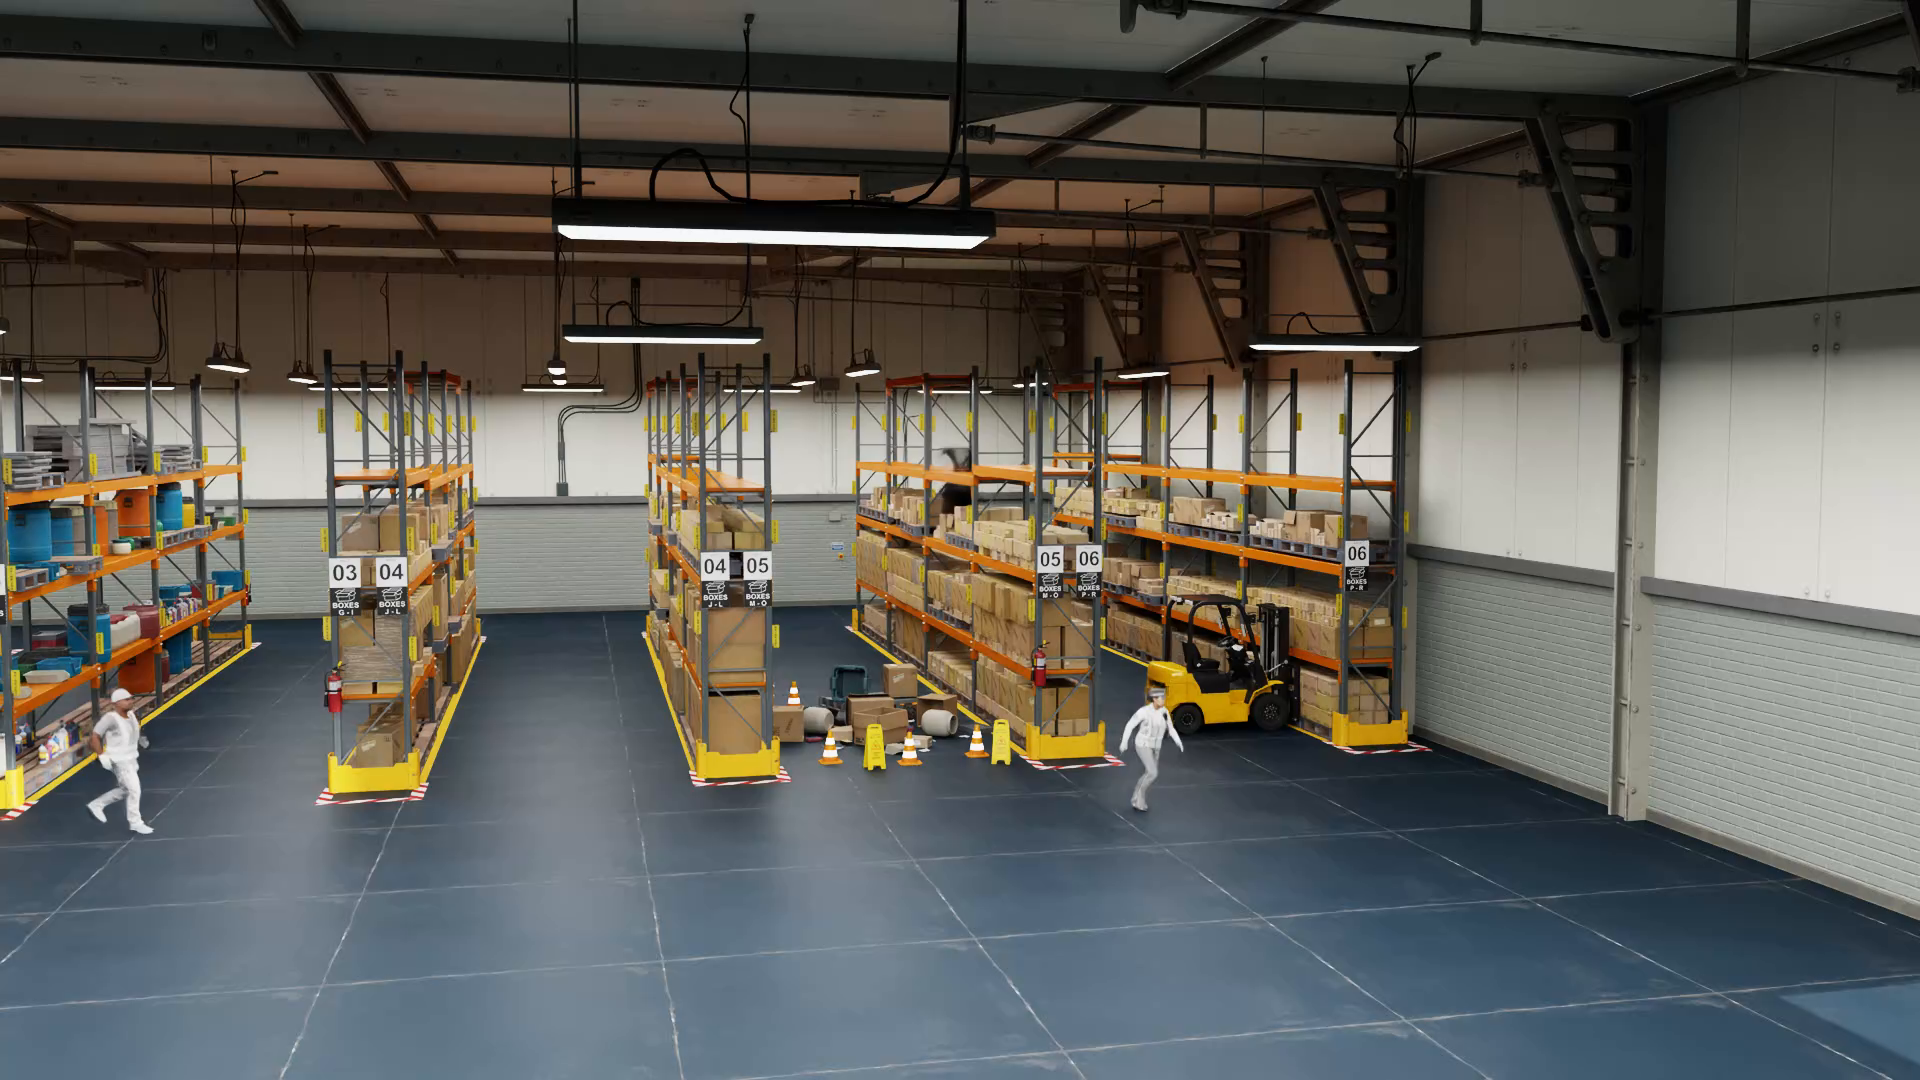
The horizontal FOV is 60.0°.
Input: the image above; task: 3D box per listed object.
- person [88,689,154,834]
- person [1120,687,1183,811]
[{"bbox_3d":[-10.325,2.711,20.422,0.845,1.777,0.727,0,4,2],"label":"person"},{"bbox_3d":[2.463,2.687,21.468,0.592,1.619,0.644,-3,5,-35],"label":"person"}]
